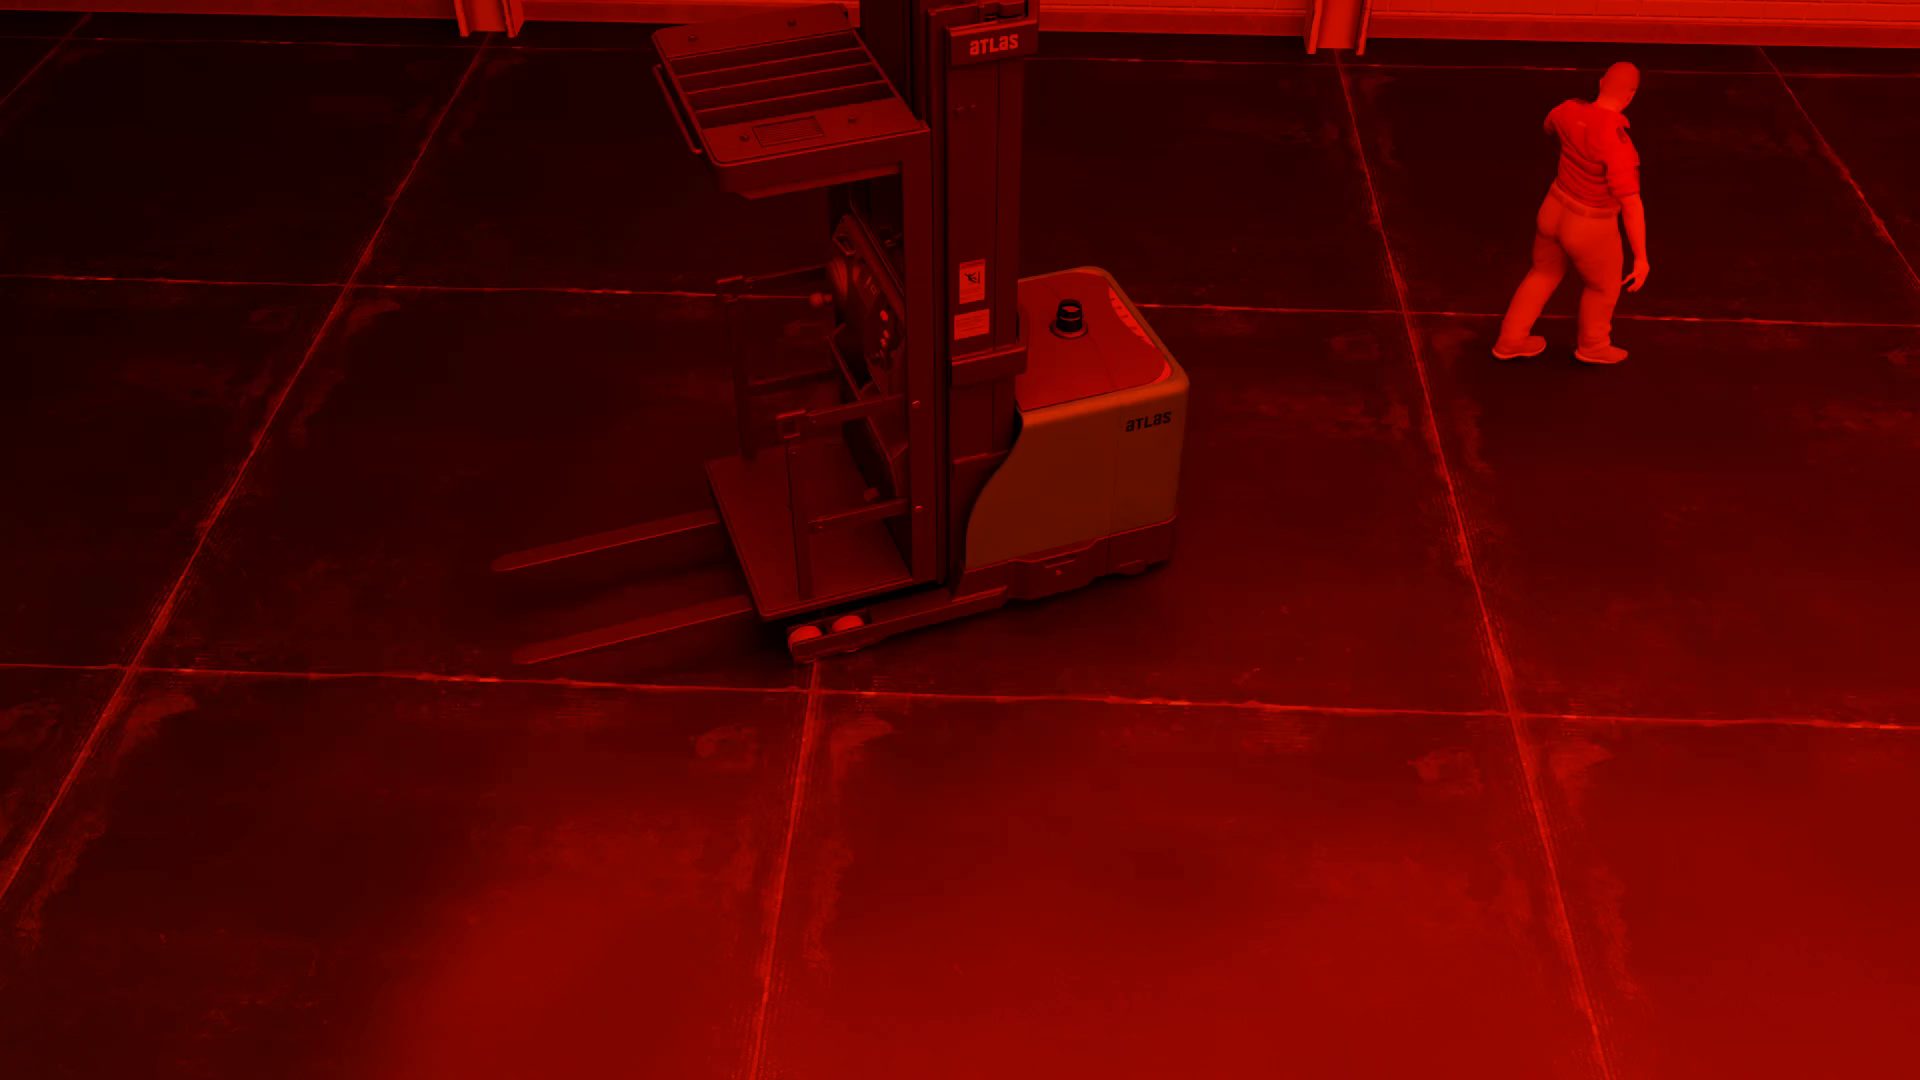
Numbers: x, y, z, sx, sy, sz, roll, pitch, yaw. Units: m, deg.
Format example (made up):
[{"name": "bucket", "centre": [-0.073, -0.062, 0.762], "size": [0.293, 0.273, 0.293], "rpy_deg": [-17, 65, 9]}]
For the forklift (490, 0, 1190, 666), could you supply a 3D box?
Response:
[{"name": "forklift", "centre": [-0.573, -0.945, 6.778], "size": [3.031, 2.935, 1.130], "rpy_deg": [-13, 44, -14]}]

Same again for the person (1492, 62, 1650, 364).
[{"name": "person", "centre": [3.253, -1.616, 8.454], "size": [0.700, 1.730, 1.010], "rpy_deg": [-17, 45, -18]}]
